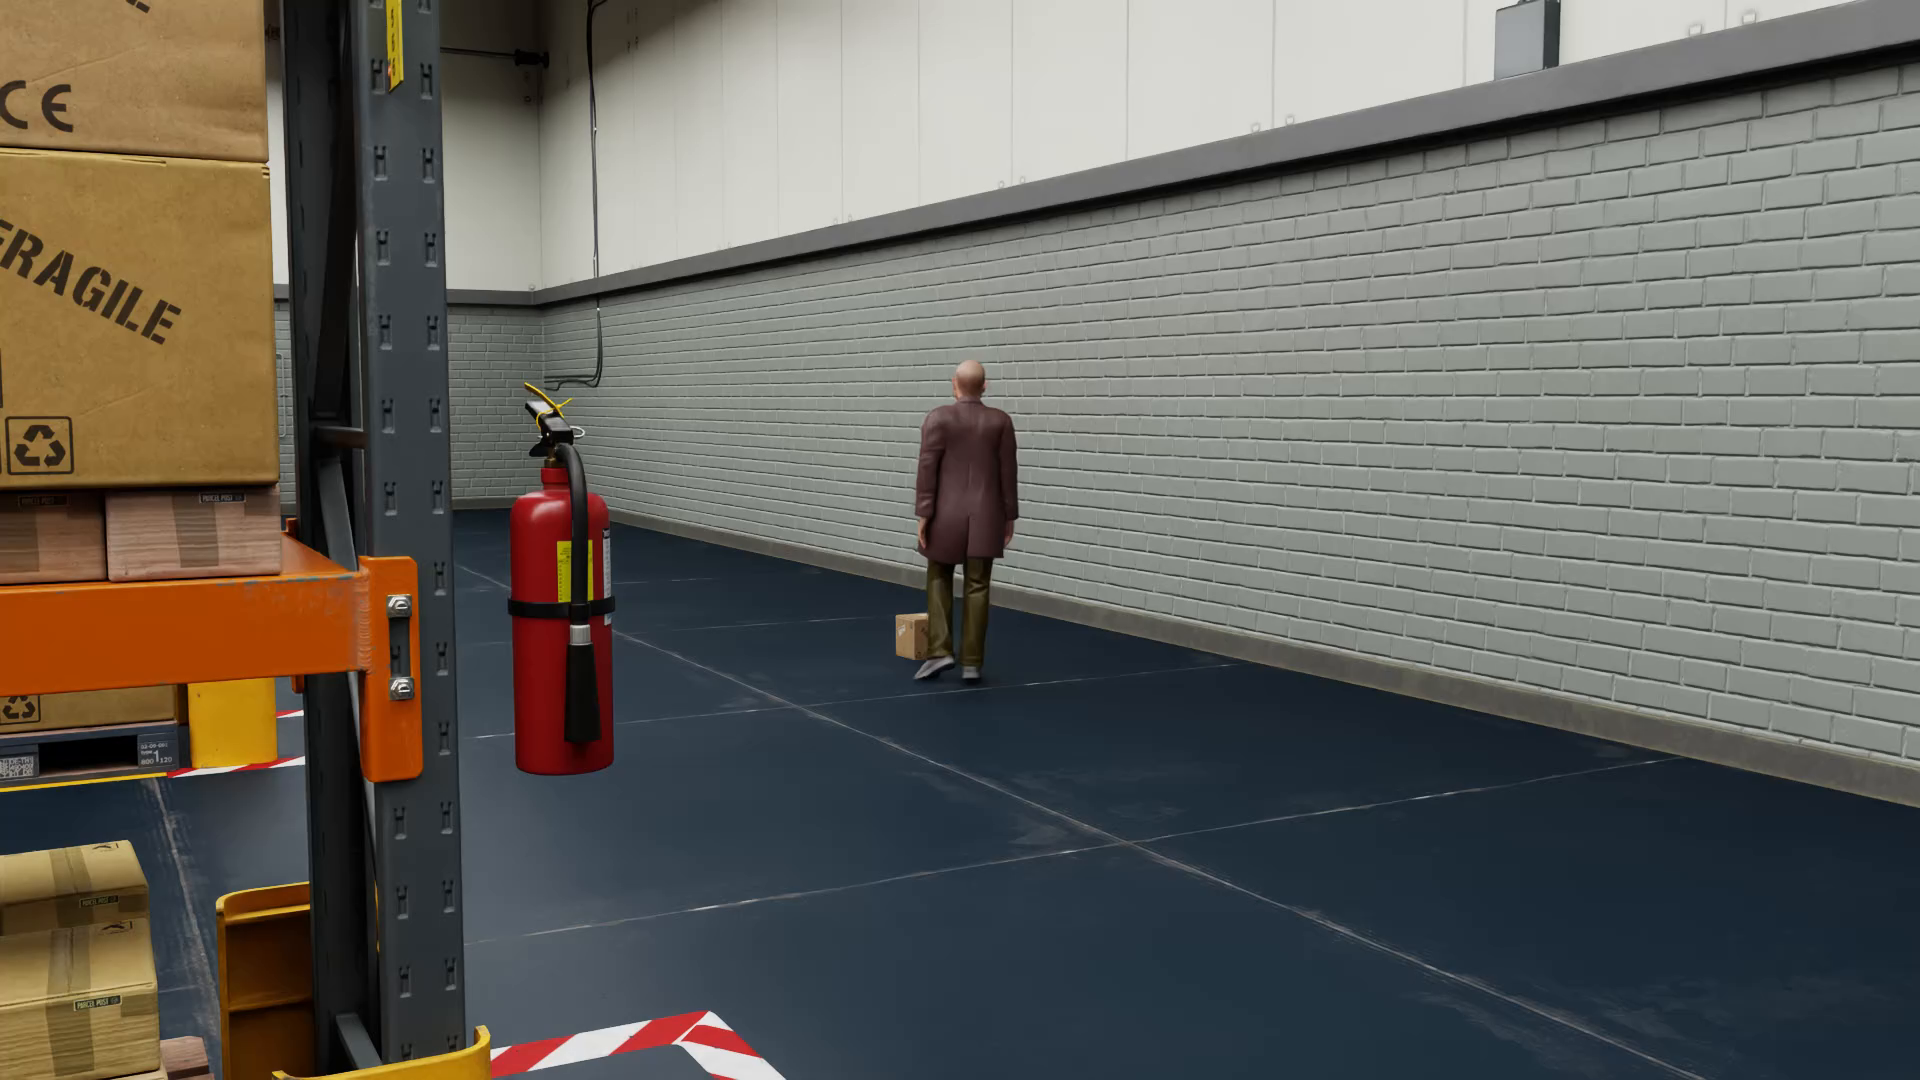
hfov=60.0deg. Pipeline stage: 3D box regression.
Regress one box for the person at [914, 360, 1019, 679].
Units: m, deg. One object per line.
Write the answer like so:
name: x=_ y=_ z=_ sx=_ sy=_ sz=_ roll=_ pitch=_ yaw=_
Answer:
person: x=0.037 y=-0.086 z=9.339 sx=0.603 sy=1.839 sz=0.437 roll=-1 pitch=5 yaw=-6
